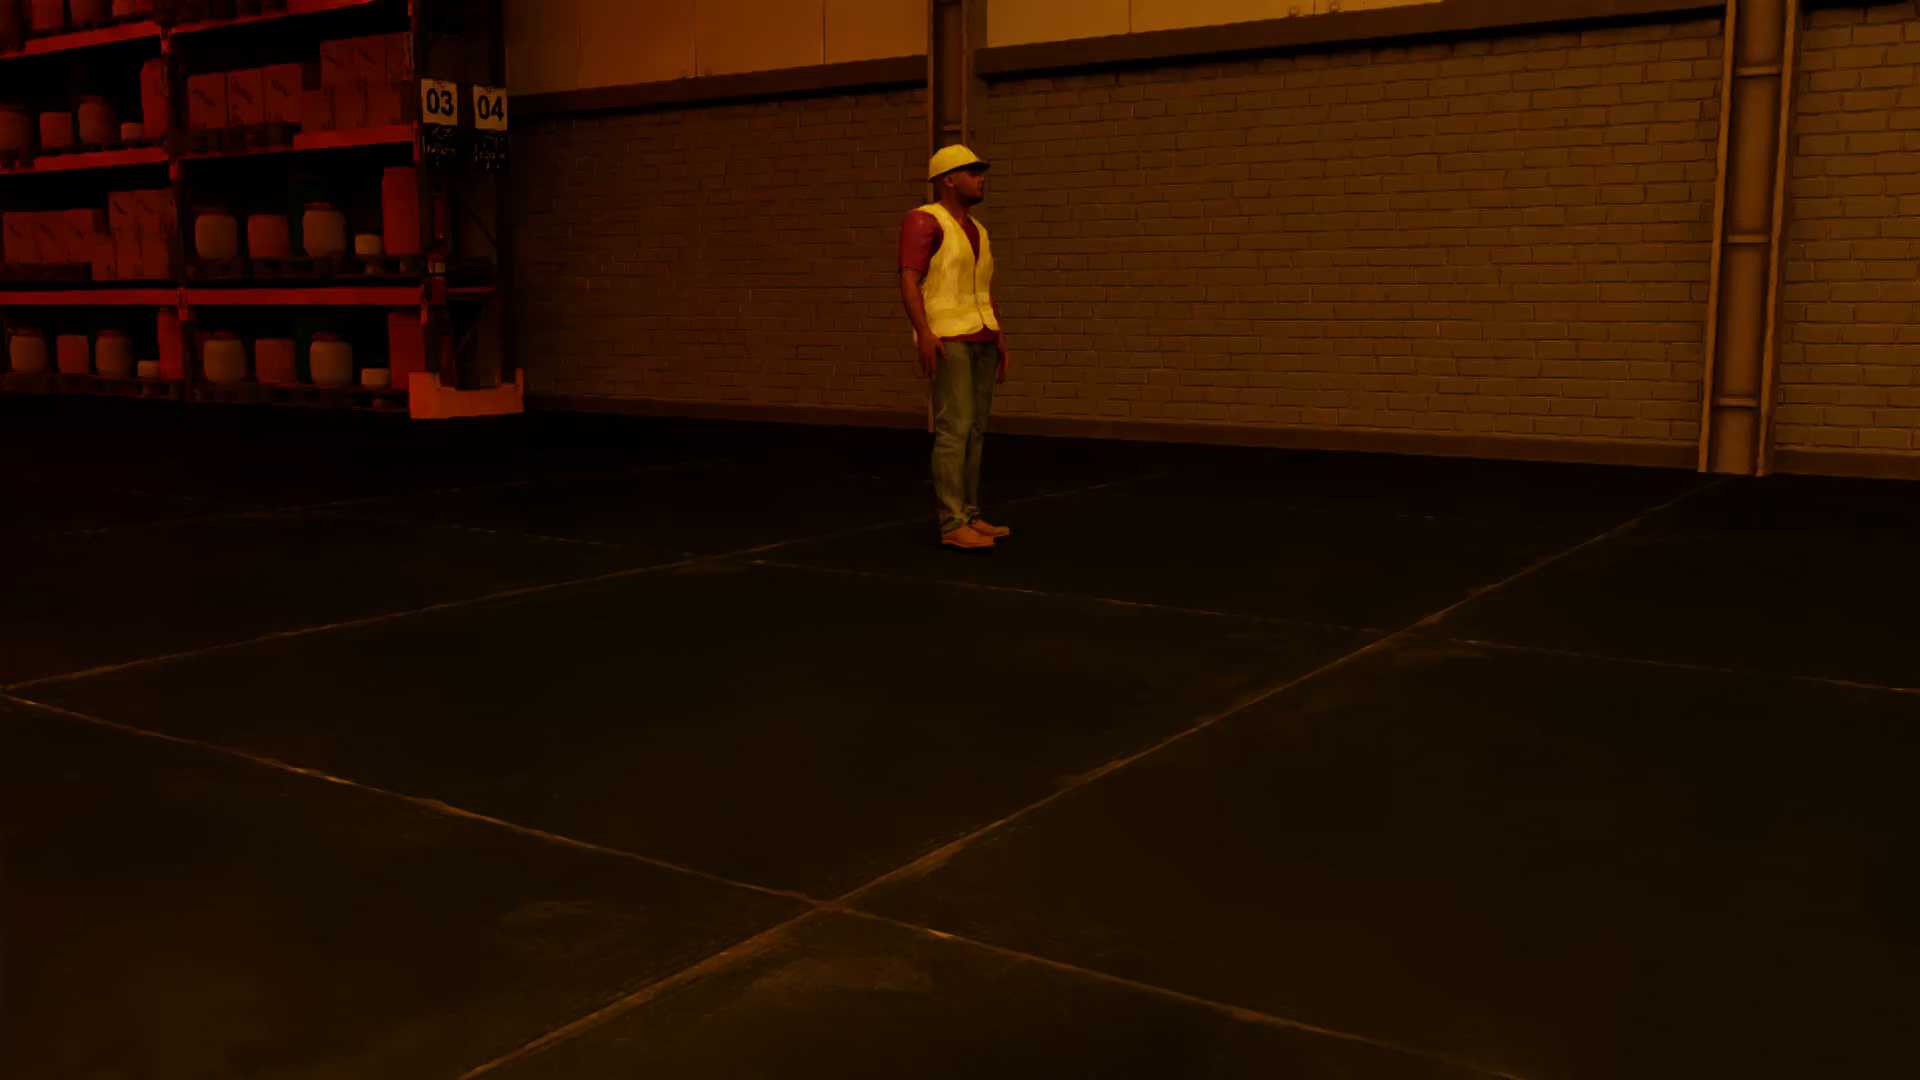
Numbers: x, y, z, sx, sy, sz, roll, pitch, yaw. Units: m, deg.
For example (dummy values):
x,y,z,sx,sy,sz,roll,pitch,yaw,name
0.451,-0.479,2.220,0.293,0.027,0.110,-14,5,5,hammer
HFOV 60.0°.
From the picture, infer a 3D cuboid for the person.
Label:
x,y,z,sx,sy,sz,roll,pitch,yaw,name
0.055,-0.875,7.435,0.576,1.766,0.665,5,10,34,person
